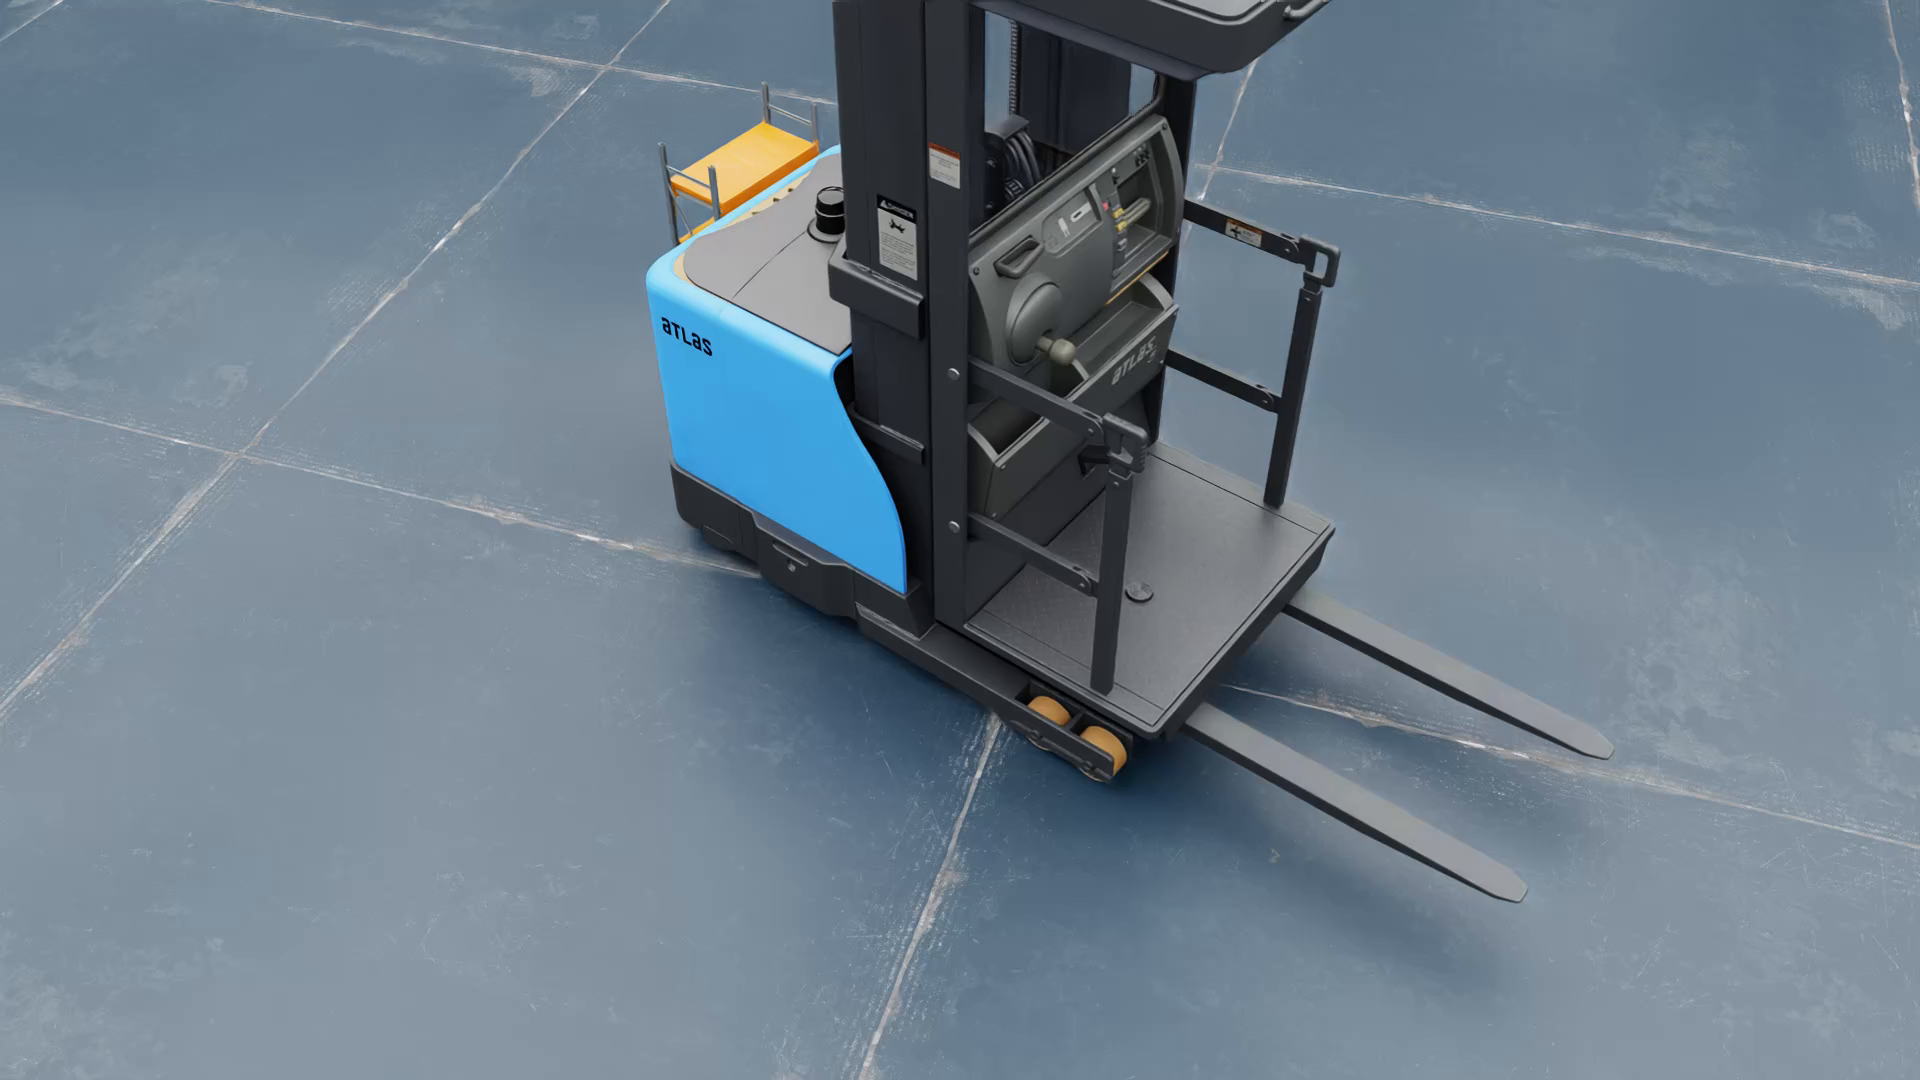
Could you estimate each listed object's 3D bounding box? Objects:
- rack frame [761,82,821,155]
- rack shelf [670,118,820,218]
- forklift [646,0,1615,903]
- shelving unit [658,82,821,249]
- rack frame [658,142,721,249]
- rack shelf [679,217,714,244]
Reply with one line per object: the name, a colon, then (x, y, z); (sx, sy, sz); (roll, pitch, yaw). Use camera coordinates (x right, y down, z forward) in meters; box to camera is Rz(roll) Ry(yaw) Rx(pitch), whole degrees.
rack frame: (-0.572, -1.065, 5.980); (0.240, 1.200, 0.015); (28, 51, 26)
rack shelf: (-0.721, -1.210, 5.567); (0.258, 0.148, 0.480); (28, 51, 26)
forklift: (0.497, -0.748, 4.419); (3.031, 2.935, 1.130); (28, 51, 26)
shelving unit: (-0.721, -0.929, 5.842); (0.258, 1.200, 0.503); (28, 51, 26)
rack frame: (-0.869, -0.794, 5.704); (0.240, 1.200, 0.015); (28, 51, 26)
rack shelf: (-0.721, -1.041, 5.733); (0.258, 0.148, 0.480); (28, 51, 26)
